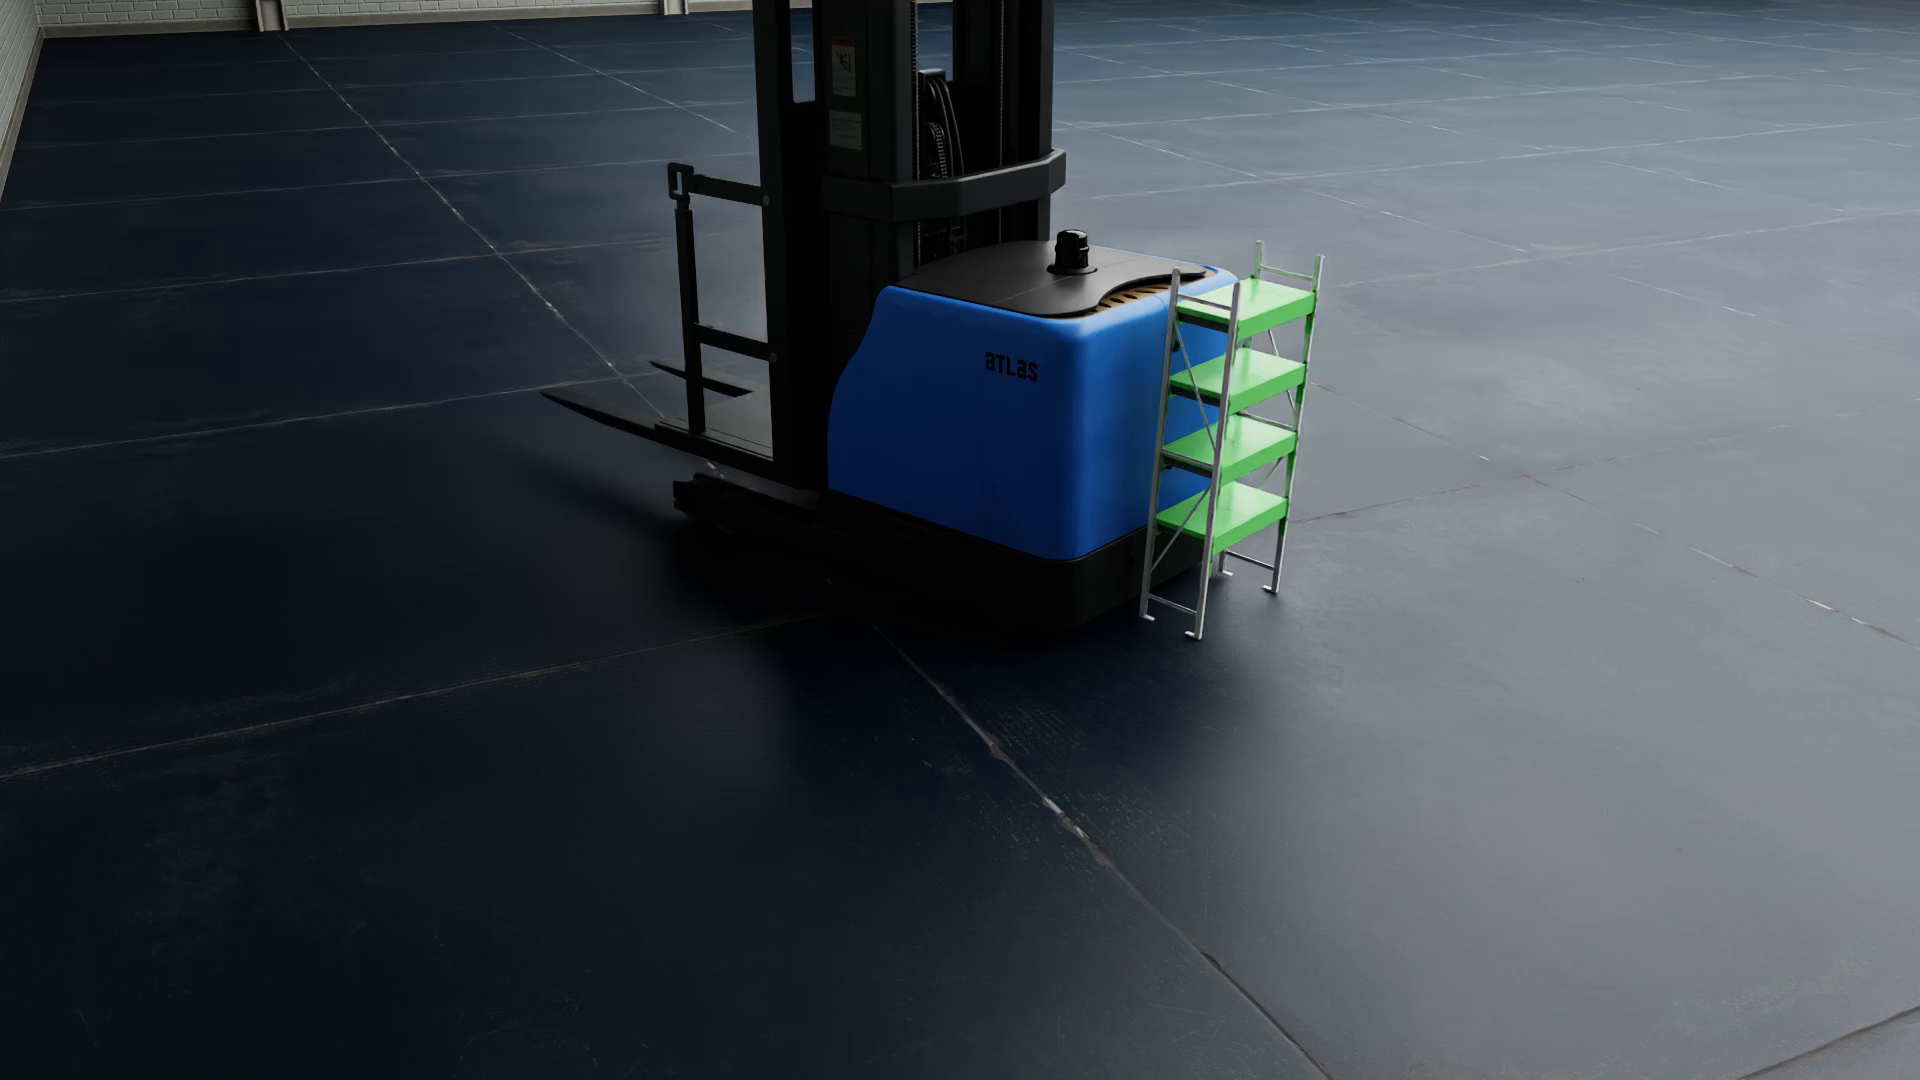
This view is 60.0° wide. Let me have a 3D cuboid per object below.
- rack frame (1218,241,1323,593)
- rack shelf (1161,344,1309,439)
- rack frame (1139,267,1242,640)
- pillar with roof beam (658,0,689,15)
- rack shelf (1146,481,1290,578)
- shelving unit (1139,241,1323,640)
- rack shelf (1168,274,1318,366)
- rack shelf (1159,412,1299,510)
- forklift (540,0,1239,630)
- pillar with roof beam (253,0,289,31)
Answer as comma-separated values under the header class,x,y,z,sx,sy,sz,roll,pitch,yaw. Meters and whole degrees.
class,x,y,z,sx,sy,sz,roll,pitch,yaw
rack frame,1.040,-0.397,5.623,0.240,1.200,0.015,22,31,35
rack shelf,0.889,-0.486,5.378,0.258,0.148,0.480,22,31,35
rack frame,0.723,-0.256,5.280,0.240,1.200,0.015,22,31,35
pillar with roof beam,-2.704,-11.081,21.254,0.400,9.000,9.100,-10,25,-24
rack shelf,0.869,-0.050,5.578,0.258,0.148,0.480,22,31,35
shelving unit,0.881,-0.326,5.452,0.258,1.200,0.503,22,31,35
rack shelf,0.899,-0.705,5.279,0.258,0.148,0.480,22,31,35
rack shelf,0.879,-0.268,5.478,0.258,0.148,0.480,22,31,35
forklift,-0.471,-1.512,6.069,3.031,2.935,1.130,18,29,37
pillar with roof beam,-8.111,-10.086,18.850,0.400,9.000,9.100,-10,25,-24
